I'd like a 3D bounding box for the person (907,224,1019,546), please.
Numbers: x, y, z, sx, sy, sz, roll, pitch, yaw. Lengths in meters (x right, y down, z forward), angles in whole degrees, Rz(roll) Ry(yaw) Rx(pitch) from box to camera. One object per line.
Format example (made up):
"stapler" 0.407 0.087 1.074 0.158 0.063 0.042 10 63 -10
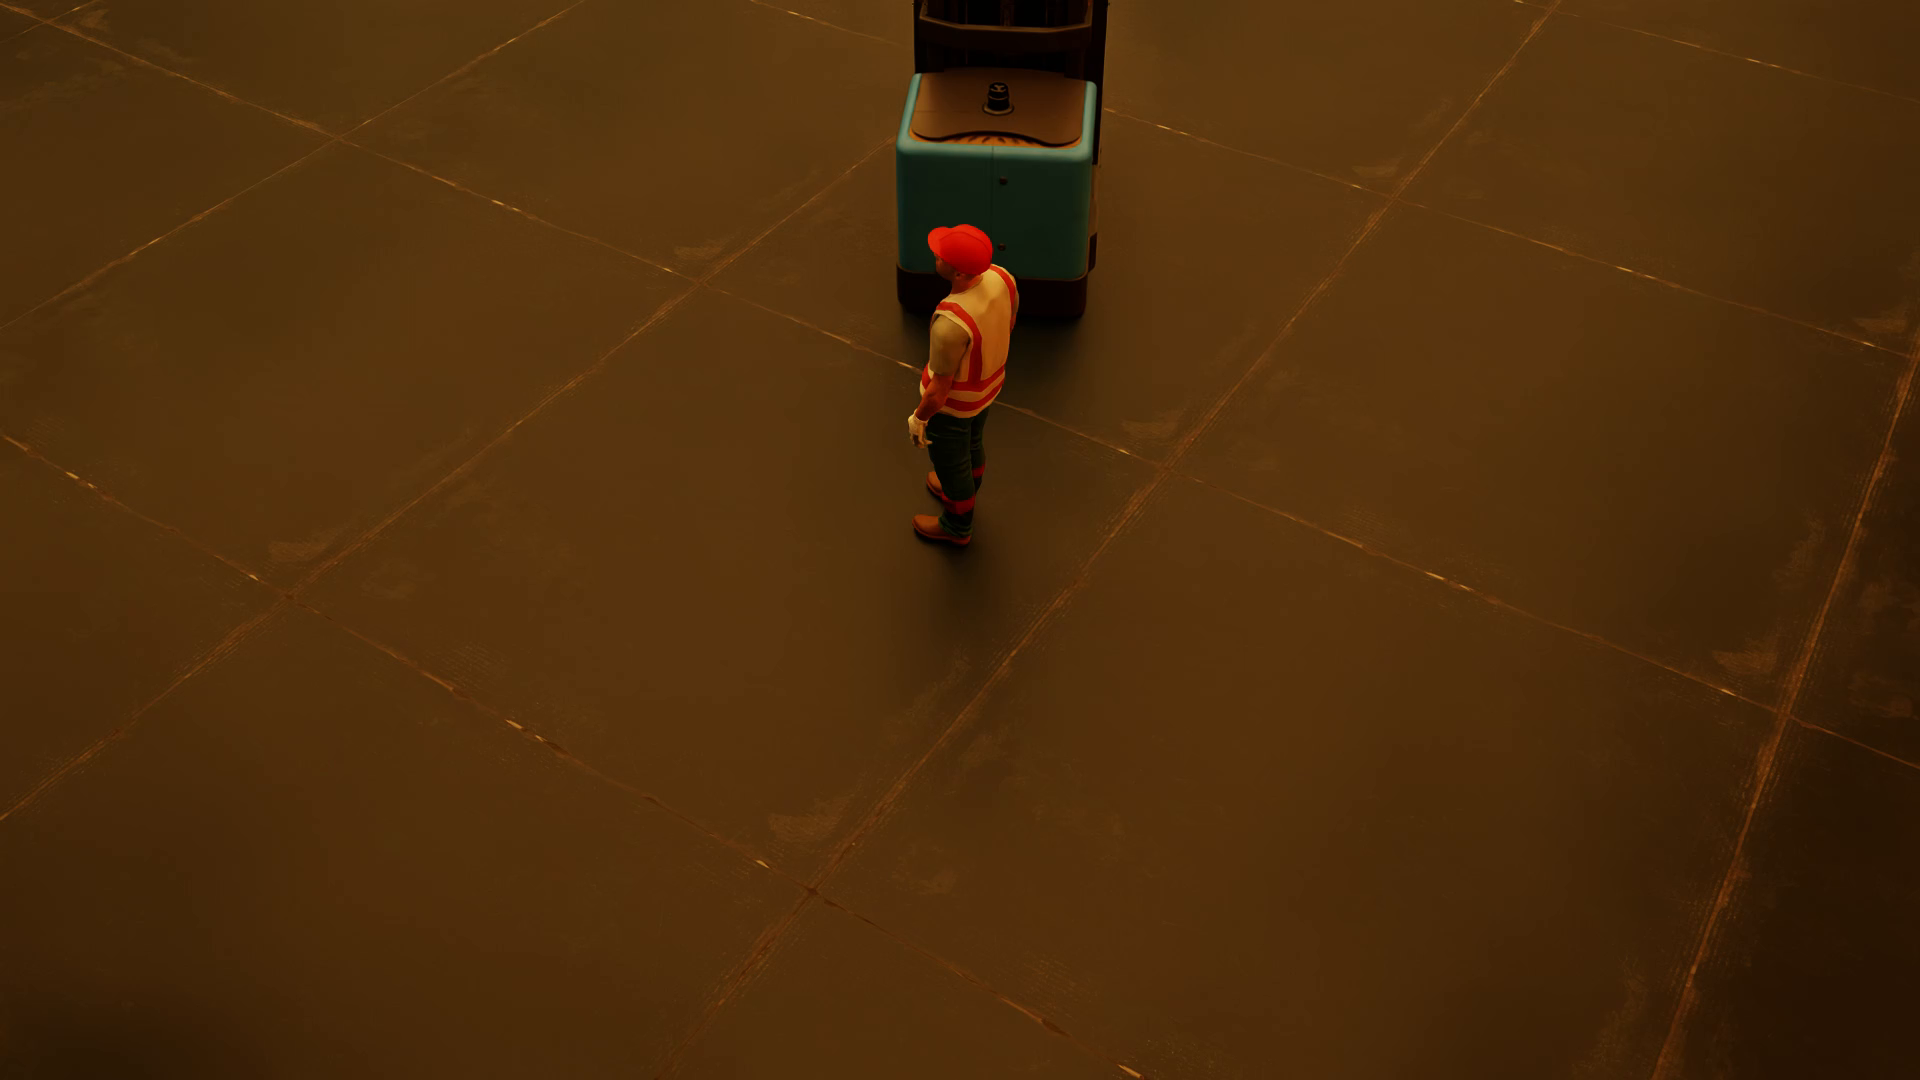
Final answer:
"person" -0.060 -0.692 7.397 0.564 1.787 0.637 24 48 23

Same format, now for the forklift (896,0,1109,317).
"forklift" 0.307 -3.306 9.335 1.130 2.935 3.031 4 44 4
